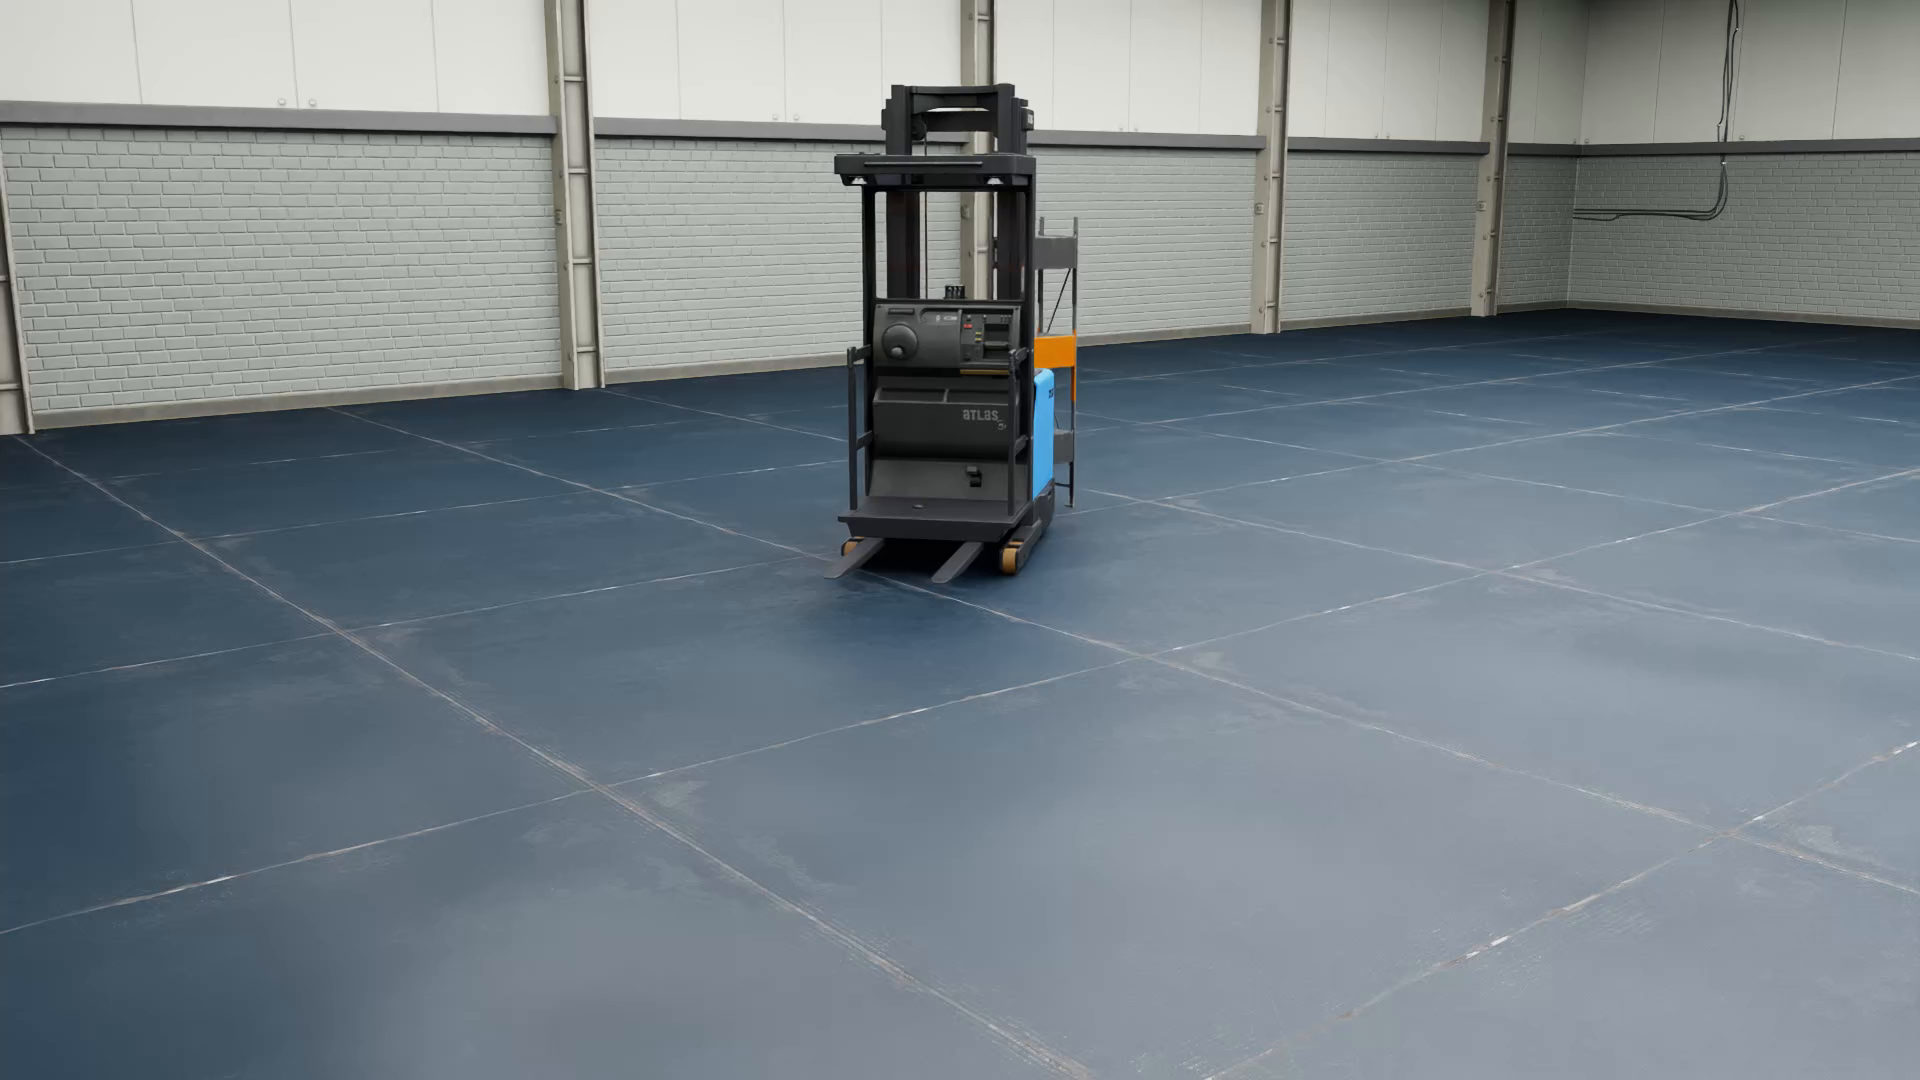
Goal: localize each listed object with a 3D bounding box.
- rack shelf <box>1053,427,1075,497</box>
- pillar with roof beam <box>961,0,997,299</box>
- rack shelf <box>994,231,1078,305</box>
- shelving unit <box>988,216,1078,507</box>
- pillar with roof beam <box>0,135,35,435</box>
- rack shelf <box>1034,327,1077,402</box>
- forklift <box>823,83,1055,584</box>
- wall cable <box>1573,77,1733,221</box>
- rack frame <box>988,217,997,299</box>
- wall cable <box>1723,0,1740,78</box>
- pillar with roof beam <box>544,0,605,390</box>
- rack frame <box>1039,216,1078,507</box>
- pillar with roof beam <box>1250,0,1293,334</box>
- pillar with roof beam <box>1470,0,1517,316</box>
[{"bbox_3d":[0.522,-0.575,12.198,0.480,0.518,0.431,-9,15,-38],"label":"rack shelf"},{"bbox_3d":[2.944,-6.282,19.047,0.400,9.000,9.100,-9,15,-38],"label":"pillar with roof beam"},{"bbox_3d":[0.523,-1.947,11.922,0.480,0.518,0.431,-9,15,-38],"label":"rack shelf"},{"bbox_3d":[0.523,-1.274,12.057,0.503,2.100,0.431,-9,15,-38],"label":"shelving unit"},{"bbox_3d":[-6.427,-4.725,11.714,0.400,9.000,9.100,-9,15,-38],"label":"pillar with roof beam"},{"bbox_3d":[0.523,-1.261,12.060,0.480,0.518,0.431,-9,15,-38],"label":"rack shelf"},{"bbox_3d":[-0.122,-1.306,10.221,1.130,2.935,3.031,2,12,11],"label":"forklift"},{"bbox_3d":[12.751,-7.186,30.781,0.112,2.526,3.097,-9,15,-38],"label":"wall cable"},{"bbox_3d":[0.333,-1.244,11.907,0.015,2.100,0.400,-9,15,-38],"label":"rack frame"},{"bbox_3d":[14.441,-9.218,28.190,0.112,2.526,3.097,-9,15,-38],"label":"wall cable"},{"bbox_3d":[-1.742,-5.503,15.381,0.400,9.000,9.100,-9,15,-38],"label":"pillar with roof beam"},{"bbox_3d":[0.712,-1.305,12.208,0.015,2.100,0.400,-9,15,-38],"label":"rack frame"},{"bbox_3d":[7.629,-7.060,22.714,0.400,9.000,9.100,-9,15,-38],"label":"pillar with roof beam"},{"bbox_3d":[12.314,-7.839,26.380,0.400,9.000,9.100,-9,15,-38],"label":"pillar with roof beam"}]
